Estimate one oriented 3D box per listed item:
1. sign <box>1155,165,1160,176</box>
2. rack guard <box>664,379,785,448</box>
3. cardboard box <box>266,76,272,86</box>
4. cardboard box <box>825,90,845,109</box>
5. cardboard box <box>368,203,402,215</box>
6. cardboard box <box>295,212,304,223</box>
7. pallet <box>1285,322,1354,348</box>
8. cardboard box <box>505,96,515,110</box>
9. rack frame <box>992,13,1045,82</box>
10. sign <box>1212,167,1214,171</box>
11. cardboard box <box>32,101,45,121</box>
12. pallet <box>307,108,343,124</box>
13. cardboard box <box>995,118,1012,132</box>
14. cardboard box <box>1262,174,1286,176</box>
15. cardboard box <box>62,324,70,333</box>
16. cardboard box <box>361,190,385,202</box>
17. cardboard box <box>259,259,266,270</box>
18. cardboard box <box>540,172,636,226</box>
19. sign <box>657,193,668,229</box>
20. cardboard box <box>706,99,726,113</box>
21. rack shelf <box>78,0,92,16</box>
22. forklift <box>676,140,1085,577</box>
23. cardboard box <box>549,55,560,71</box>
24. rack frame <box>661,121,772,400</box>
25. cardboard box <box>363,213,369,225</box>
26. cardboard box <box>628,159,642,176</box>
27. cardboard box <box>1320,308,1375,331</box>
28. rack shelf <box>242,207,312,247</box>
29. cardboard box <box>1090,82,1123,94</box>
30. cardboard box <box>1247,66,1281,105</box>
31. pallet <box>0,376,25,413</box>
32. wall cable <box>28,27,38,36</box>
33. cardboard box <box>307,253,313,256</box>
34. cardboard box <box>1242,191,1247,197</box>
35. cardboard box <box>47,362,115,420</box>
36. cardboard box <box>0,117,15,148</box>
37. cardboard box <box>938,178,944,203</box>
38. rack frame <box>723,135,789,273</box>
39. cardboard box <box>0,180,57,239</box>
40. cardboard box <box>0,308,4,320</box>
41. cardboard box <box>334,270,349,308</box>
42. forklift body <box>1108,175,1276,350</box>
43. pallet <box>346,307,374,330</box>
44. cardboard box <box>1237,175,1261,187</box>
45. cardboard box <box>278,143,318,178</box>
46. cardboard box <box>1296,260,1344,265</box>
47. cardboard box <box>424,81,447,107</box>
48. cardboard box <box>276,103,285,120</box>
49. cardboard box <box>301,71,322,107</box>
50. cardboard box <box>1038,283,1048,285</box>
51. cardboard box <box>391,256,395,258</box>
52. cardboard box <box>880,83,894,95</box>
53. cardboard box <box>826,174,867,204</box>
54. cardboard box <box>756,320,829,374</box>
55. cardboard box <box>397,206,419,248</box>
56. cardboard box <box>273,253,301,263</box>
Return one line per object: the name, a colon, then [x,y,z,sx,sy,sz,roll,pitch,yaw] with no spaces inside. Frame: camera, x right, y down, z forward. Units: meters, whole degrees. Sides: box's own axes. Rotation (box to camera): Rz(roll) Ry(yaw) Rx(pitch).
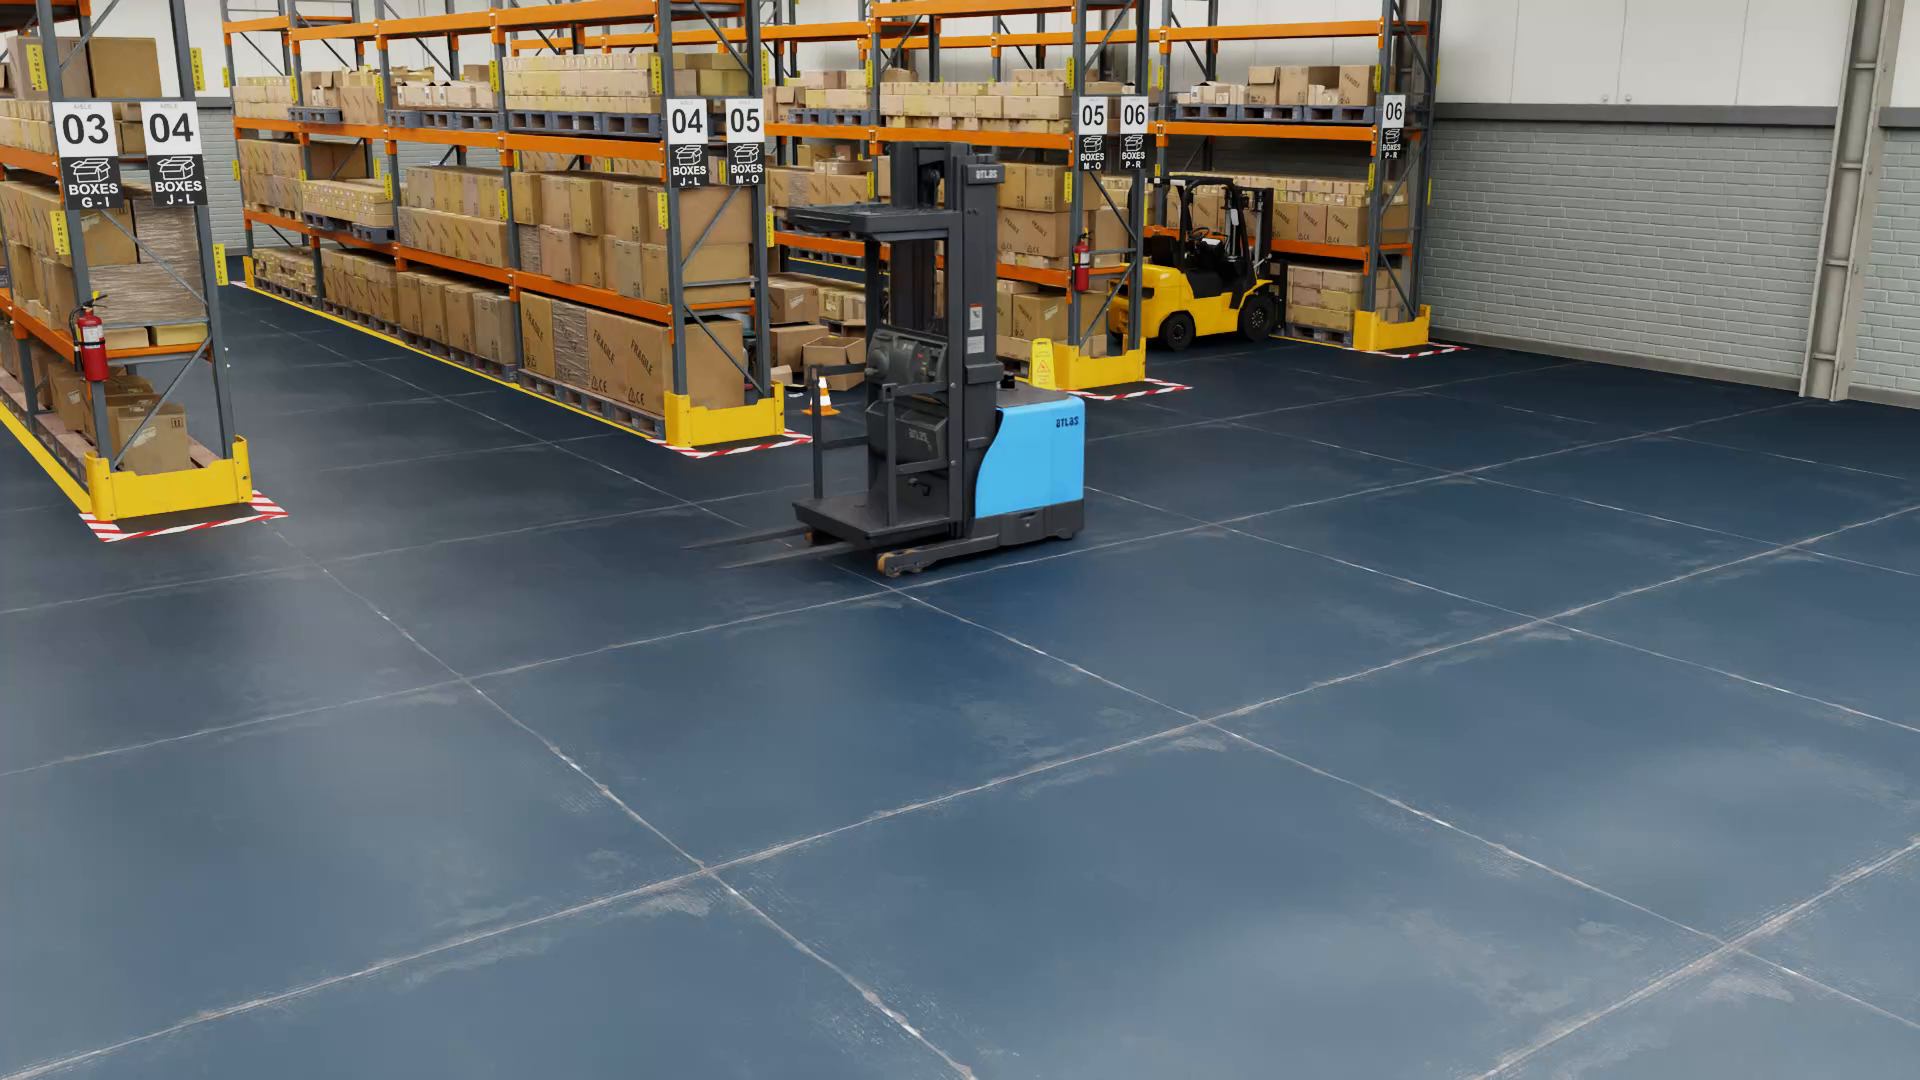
sign: [2.878,-5.299,24.212,0.100,0.325,0.005,-11,19,-35]
rack guard: [-2.281,-1.239,16.156,1.175,0.500,0.348,-11,19,-35]
cardboard box: [-10.537,-7.117,25.796,0.380,0.149,0.250,-11,19,-35]
cardboard box: [-1.456,-5.882,22.191,0.500,0.250,0.500,-11,19,-34]
cardboard box: [-7.657,-4.418,22.152,0.380,0.149,0.250,-10,18,-33]
cardboard box: [-9.947,-4.954,25.469,0.380,0.149,0.250,-11,19,-36]
pallet: [5.179,-2.823,22.490,1.003,0.211,1.213,-11,19,-35]
cardboard box: [-4.708,-4.750,18.057,0.380,0.149,0.250,-11,19,-35]
rack frame: [0.959,-8.613,26.998,1.000,3.000,0.127,-11,19,-35]
sign: [3.759,-5.407,24.861,0.100,0.325,0.005,-11,19,-35]
cardboard box: [-7.090,-3.394,13.142,0.380,0.149,0.250,-12,19,-37]
pallet: [-8.461,-5.999,23.486,1.213,0.211,1.003,-11,19,-35]
cardboard box: [0.632,-4.818,19.293,0.380,0.149,0.250,-11,19,-35]
cardboard box: [4.470,-5.070,23.436,0.380,0.149,0.250,-11,19,-35]
cardboard box: [-7.449,-1.874,14.215,0.380,0.149,0.250,-11,19,-35]
cardboard box: [-7.803,-4.614,22.305,0.380,0.149,0.250,-11,19,-35]
cardboard box: [-11.487,-4.618,27.809,0.380,0.149,0.250,-11,19,-35]
cardboard box: [-4.040,-3.714,18.133,0.875,0.550,0.550,-11,19,-35]
sign: [-2.742,-3.041,15.364,0.100,0.325,0.005,-11,19,-35]
cardboard box: [-2.237,-4.149,15.863,0.380,0.149,0.250,-11,19,-34]
rack shelf: [-7.542,-4.674,13.975,1.077,0.370,4.000,-11,19,-35]
forklift: [-0.549,-1.311,11.814,3.031,2.935,1.130,-11,19,-34]
cardboard box: [-3.958,-4.863,16.960,0.380,0.149,0.250,-11,19,-35]
rack frame: [-2.295,-2.450,15.845,1.000,3.000,0.127,-11,19,-35]
cardboard box: [-7.805,-4.327,22.383,0.380,0.149,0.250,-11,19,-35]
cardboard box: [-5.058,-6.090,27.060,0.500,0.500,0.500,-11,19,-35]
cardboard box: [5.131,-2.939,22.044,0.500,0.250,0.500,-11,19,-34]
rack shelf: [-10.526,-5.092,26.862,1.077,0.370,4.000,-11,19,-35]
cardboard box: [1.606,-5.057,18.656,0.380,0.149,0.250,-11,19,-35]
cardboard box: [4.371,-6.180,22.612,0.797,0.503,0.637,-10,18,-33]
pallet: [-9.899,-1.637,18.159,1.003,0.211,1.213,-11,19,-35]
wall cable: [-16.311,-11.306,30.743,2.277,5.999,0.120,-11,19,-35]
cardboard box: [-10.461,-4.622,27.258,0.380,0.149,0.250,-12,19,-36]
cardboard box: [4.015,-4.840,23.158,0.380,0.149,0.250,-12,19,-36]
cardboard box: [-8.515,-1.461,16.171,0.500,0.500,0.500,-12,19,-36]
cardboard box: [-8.062,-3.574,14.555,0.500,0.250,0.500,-12,19,-37]
cardboard box: [-0.063,-4.416,20.383,0.700,0.500,0.500,-11,19,-36]
rack frame: [-3.054,-4.948,24.972,1.000,3.000,0.127,-11,19,-35]
cardboard box: [-8.659,-3.094,15.552,0.500,0.500,0.500,-11,19,-35]
cardboard box: [-11.459,-2.738,20.128,1.225,0.875,0.875,-12,19,-37]
cardboard box: [-8.818,-3.697,24.343,0.500,0.500,0.500,-10,18,-32]
forklift body: [3.072,-3.723,22.106,2.313,2.155,1.214,-11,19,-35]
pallet: [-8.170,-3.241,24.016,1.003,0.211,1.213,-11,19,-35]
cardboard box: [4.080,-4.993,23.154,0.380,0.149,0.250,-11,19,-35]
cardboard box: [-10.154,-5.854,25.636,0.500,0.500,0.500,-12,19,-36]
cardboard box: [4.951,-3.716,22.991,0.500,0.250,0.500,-11,19,-35]
cardboard box: [-6.154,-5.407,20.152,0.500,0.311,0.500,-11,19,-36]
cardboard box: [-10.142,-6.558,25.457,0.500,0.250,0.500,-11,19,-35]
cardboard box: [-9.217,-6.612,24.384,0.700,0.500,0.500,-11,19,-34]
cardboard box: [0.785,-2.917,20.545,0.500,0.500,0.500,-10,18,-33]
cardboard box: [-7.787,-3.917,23.726,0.500,0.250,0.500,-11,19,-34]
cardboard box: [-0.781,-5.686,20.953,0.380,0.149,0.250,-11,19,-36]
cardboard box: [-1.452,-4.657,22.360,0.500,0.500,0.500,-11,19,-34]
cardboard box: [-1.987,-2.282,19.702,0.797,0.637,0.503,-11,19,-35]
cardboard box: [-6.953,-4.069,21.570,0.500,0.500,0.500,-11,19,-34]
cardboard box: [-10.997,-4.602,27.184,0.380,0.149,0.250,-10,18,-32]
